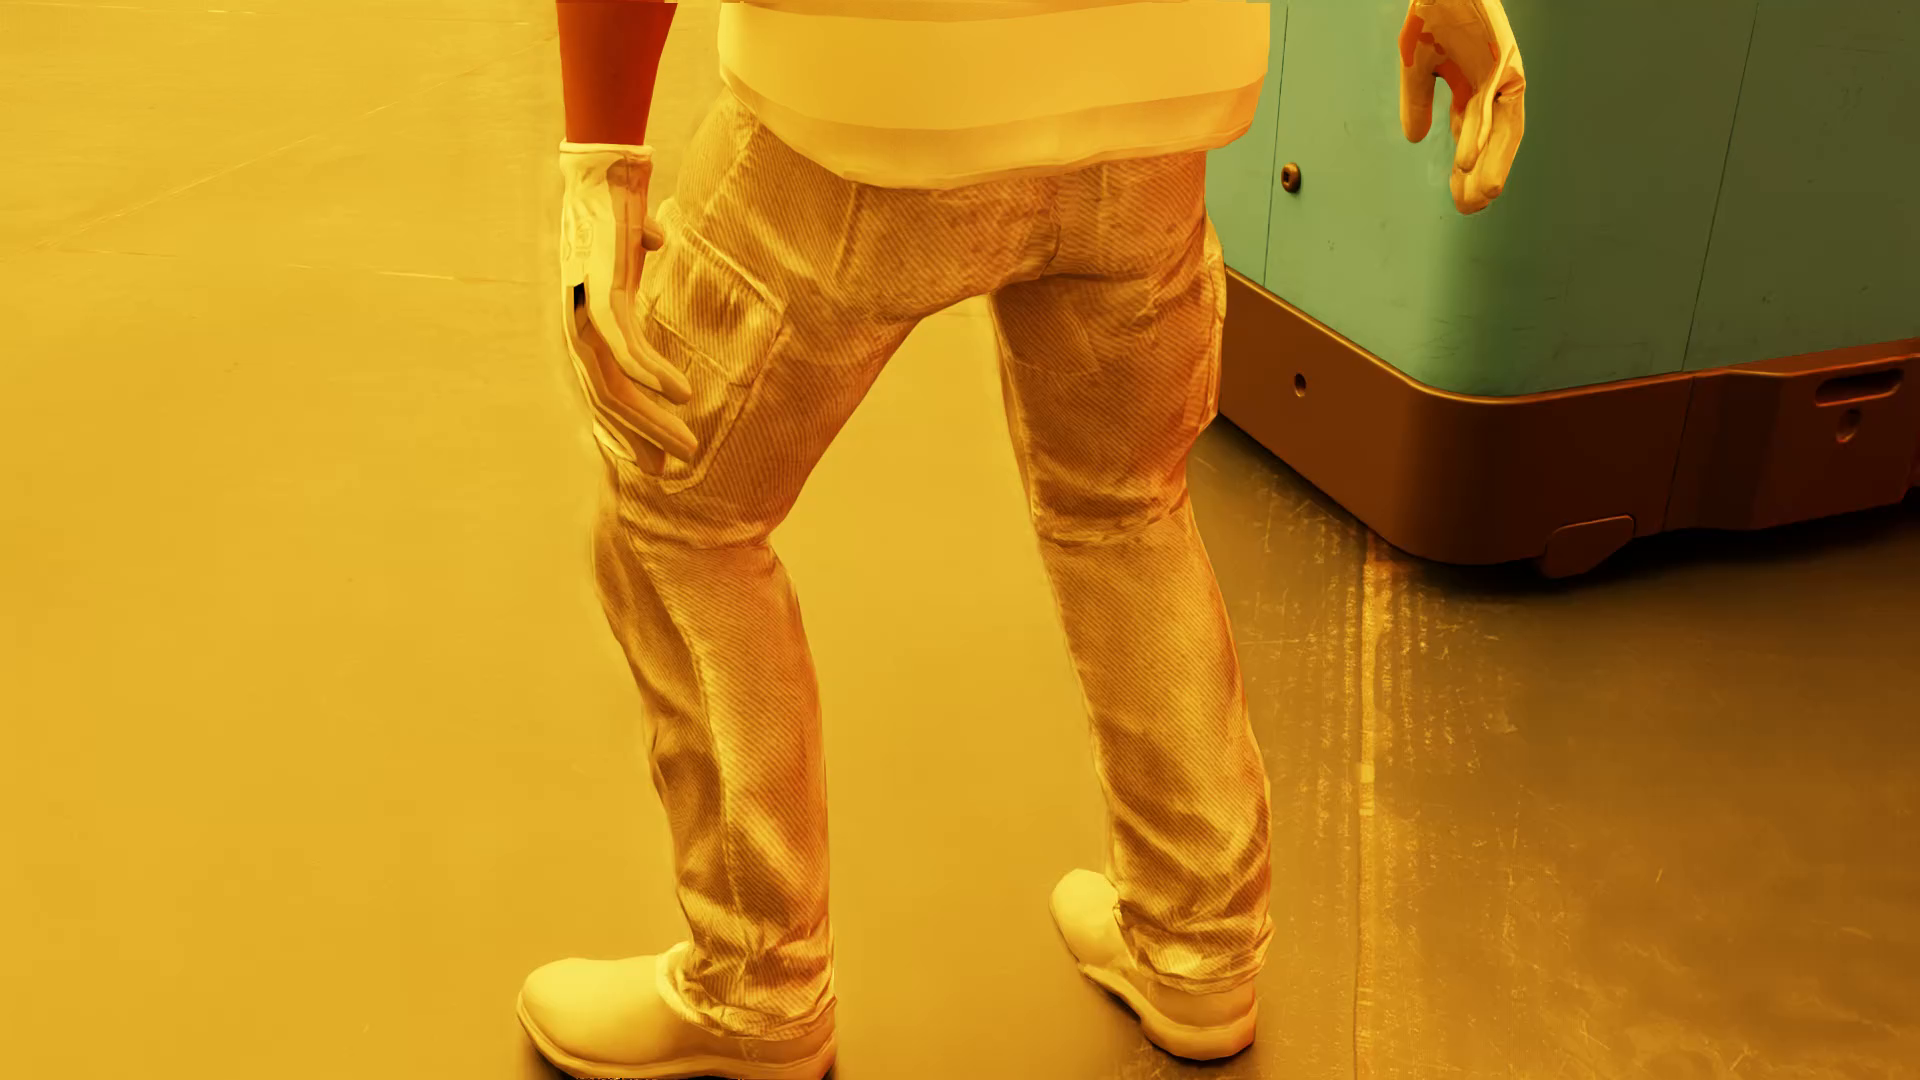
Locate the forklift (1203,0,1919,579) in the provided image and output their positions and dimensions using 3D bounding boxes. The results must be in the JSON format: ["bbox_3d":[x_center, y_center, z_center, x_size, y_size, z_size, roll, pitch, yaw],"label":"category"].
[{"bbox_3d":[1.888,-1.647,2.510,3.031,2.935,1.130,-9,28,-17],"label":"forklift"}]

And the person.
[{"bbox_3d":[0.026,-0.342,1.294,0.902,1.747,0.464,-11,29,-21],"label":"person"}]
